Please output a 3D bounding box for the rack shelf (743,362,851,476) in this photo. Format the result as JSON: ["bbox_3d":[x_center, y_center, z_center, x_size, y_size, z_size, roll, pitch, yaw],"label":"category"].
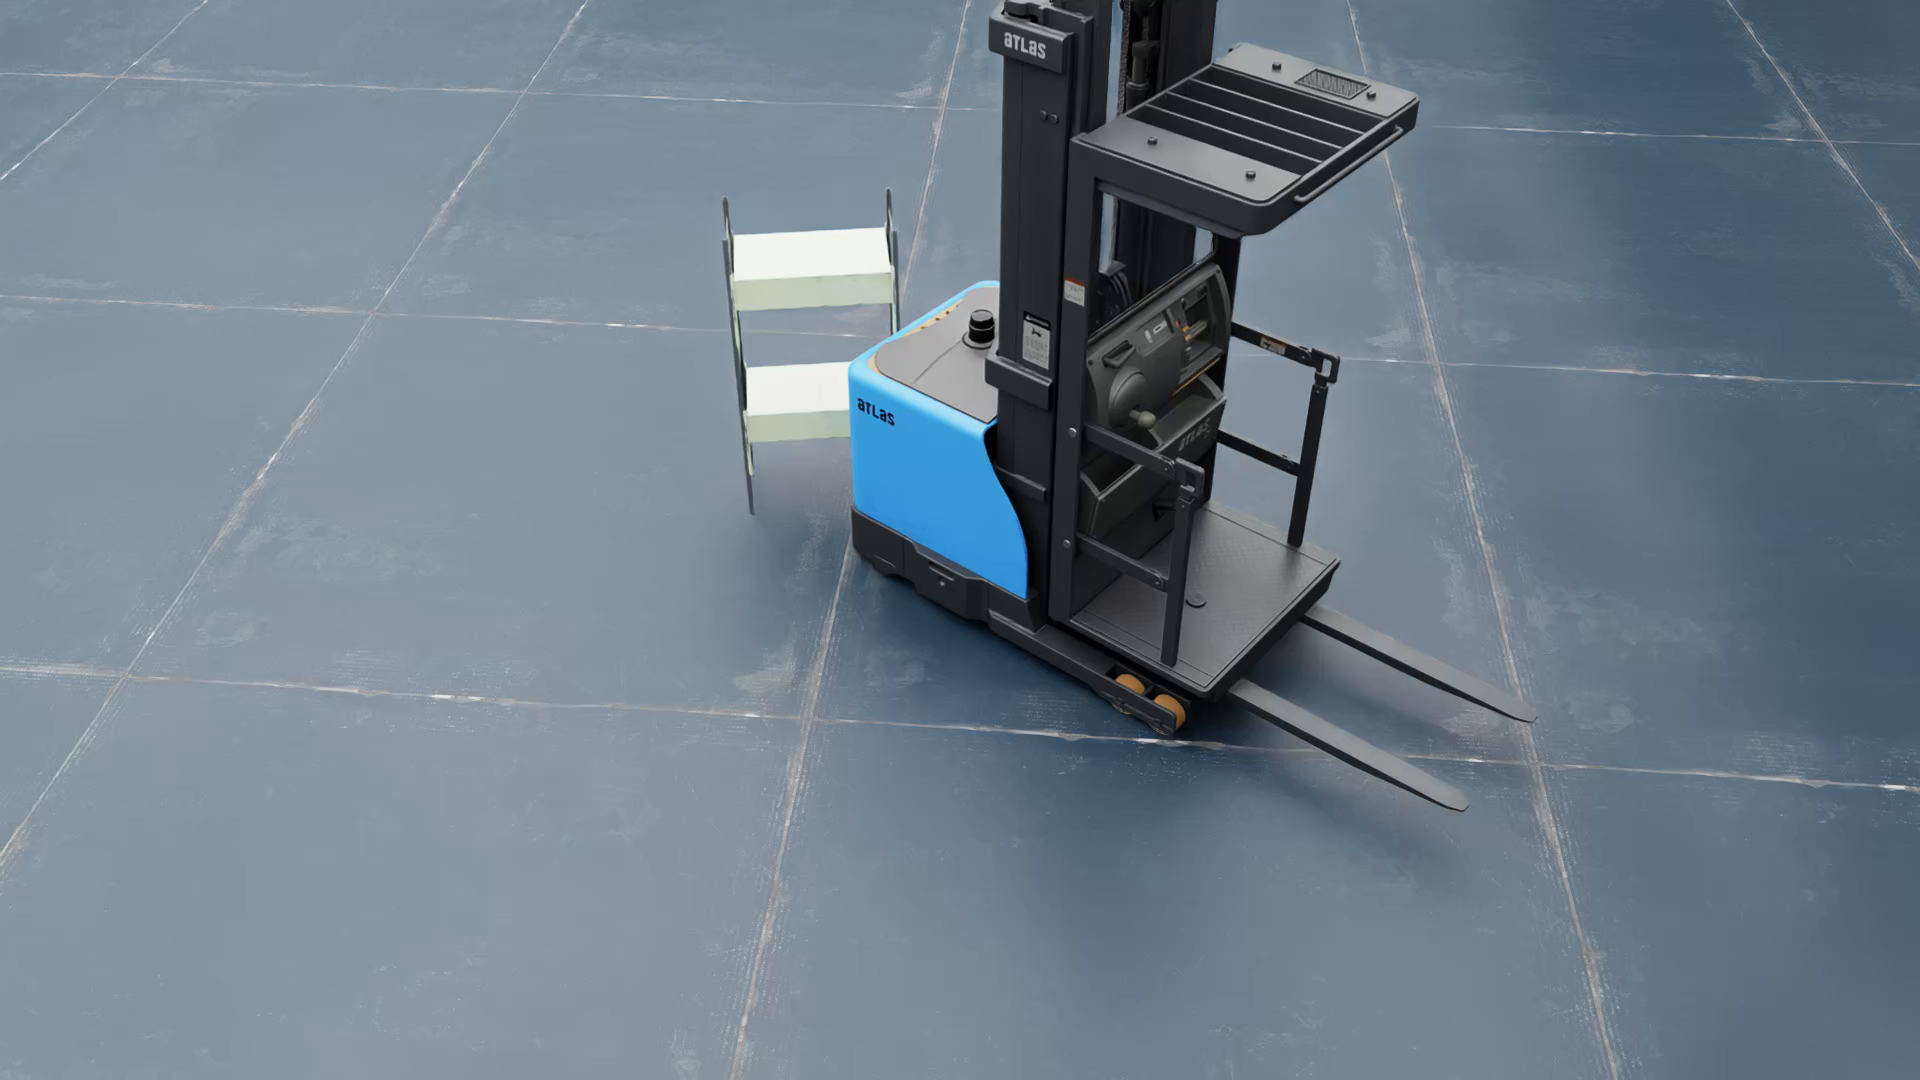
[{"bbox_3d":[-0.666,-0.603,7.990,0.720,0.370,0.431,-4,39,-5],"label":"rack shelf"}]

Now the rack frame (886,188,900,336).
[{"bbox_3d":[-0.302,-0.880,7.814,0.023,1.500,0.400,-4,39,-5],"label":"rack frame"}]

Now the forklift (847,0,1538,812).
[{"bbox_3d":[0.955,-0.706,6.466,3.031,2.935,1.130,28,47,30],"label":"forklift"}]

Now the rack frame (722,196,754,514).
[{"bbox_3d":[-1.030,-0.832,7.754,0.023,1.500,0.400,-4,39,-5],"label":"rack frame"}]

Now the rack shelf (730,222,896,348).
[{"bbox_3d":[-0.666,-1.159,7.538,0.720,0.370,0.431,-4,39,-5],"label":"rack shelf"}]

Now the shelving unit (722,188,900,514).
[{"bbox_3d":[-0.666,-0.856,7.784,0.755,1.500,0.431,-4,39,-5],"label":"shelving unit"}]
